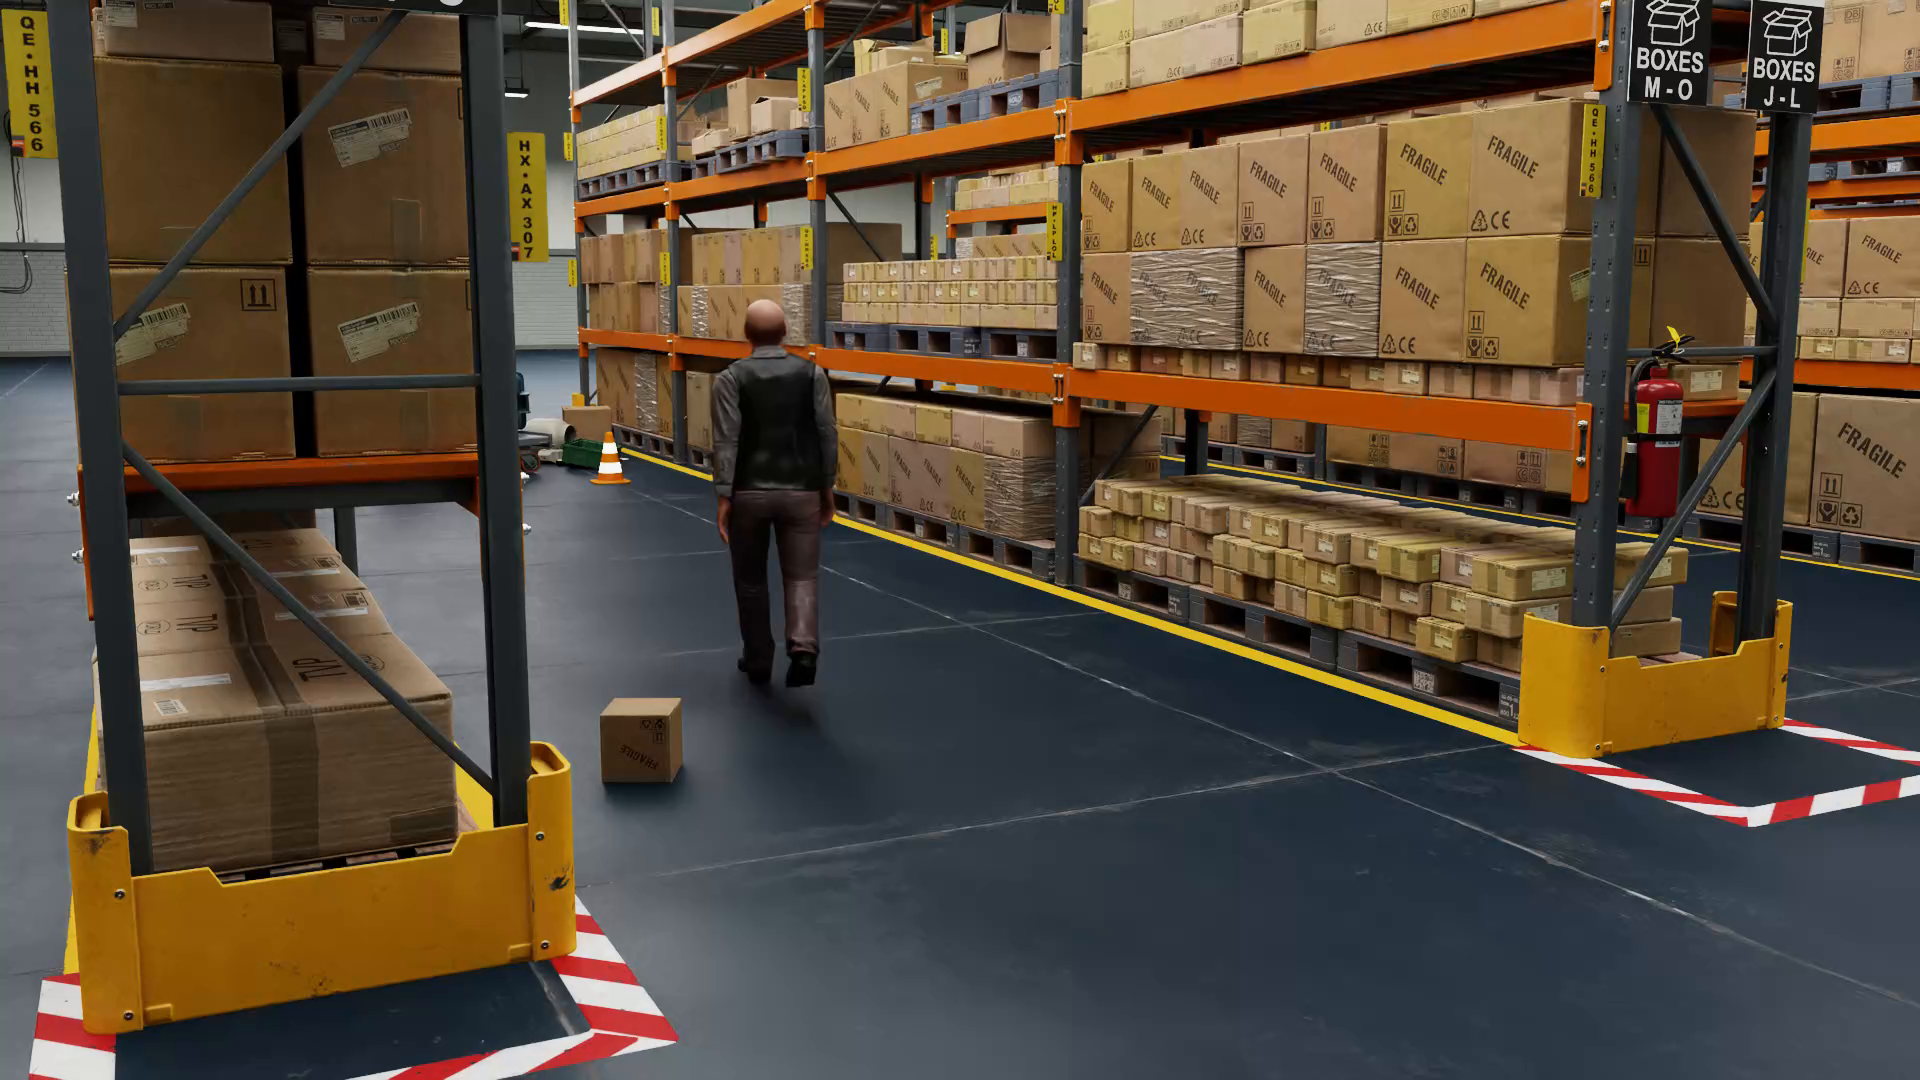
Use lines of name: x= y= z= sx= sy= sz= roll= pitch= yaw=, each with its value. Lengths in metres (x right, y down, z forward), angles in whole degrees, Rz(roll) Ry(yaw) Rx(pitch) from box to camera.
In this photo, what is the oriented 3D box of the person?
person: x=-0.782 y=-0.178 z=7.134 sx=0.552 sy=1.690 sz=0.951 roll=-2 pitch=9 yaw=-13
